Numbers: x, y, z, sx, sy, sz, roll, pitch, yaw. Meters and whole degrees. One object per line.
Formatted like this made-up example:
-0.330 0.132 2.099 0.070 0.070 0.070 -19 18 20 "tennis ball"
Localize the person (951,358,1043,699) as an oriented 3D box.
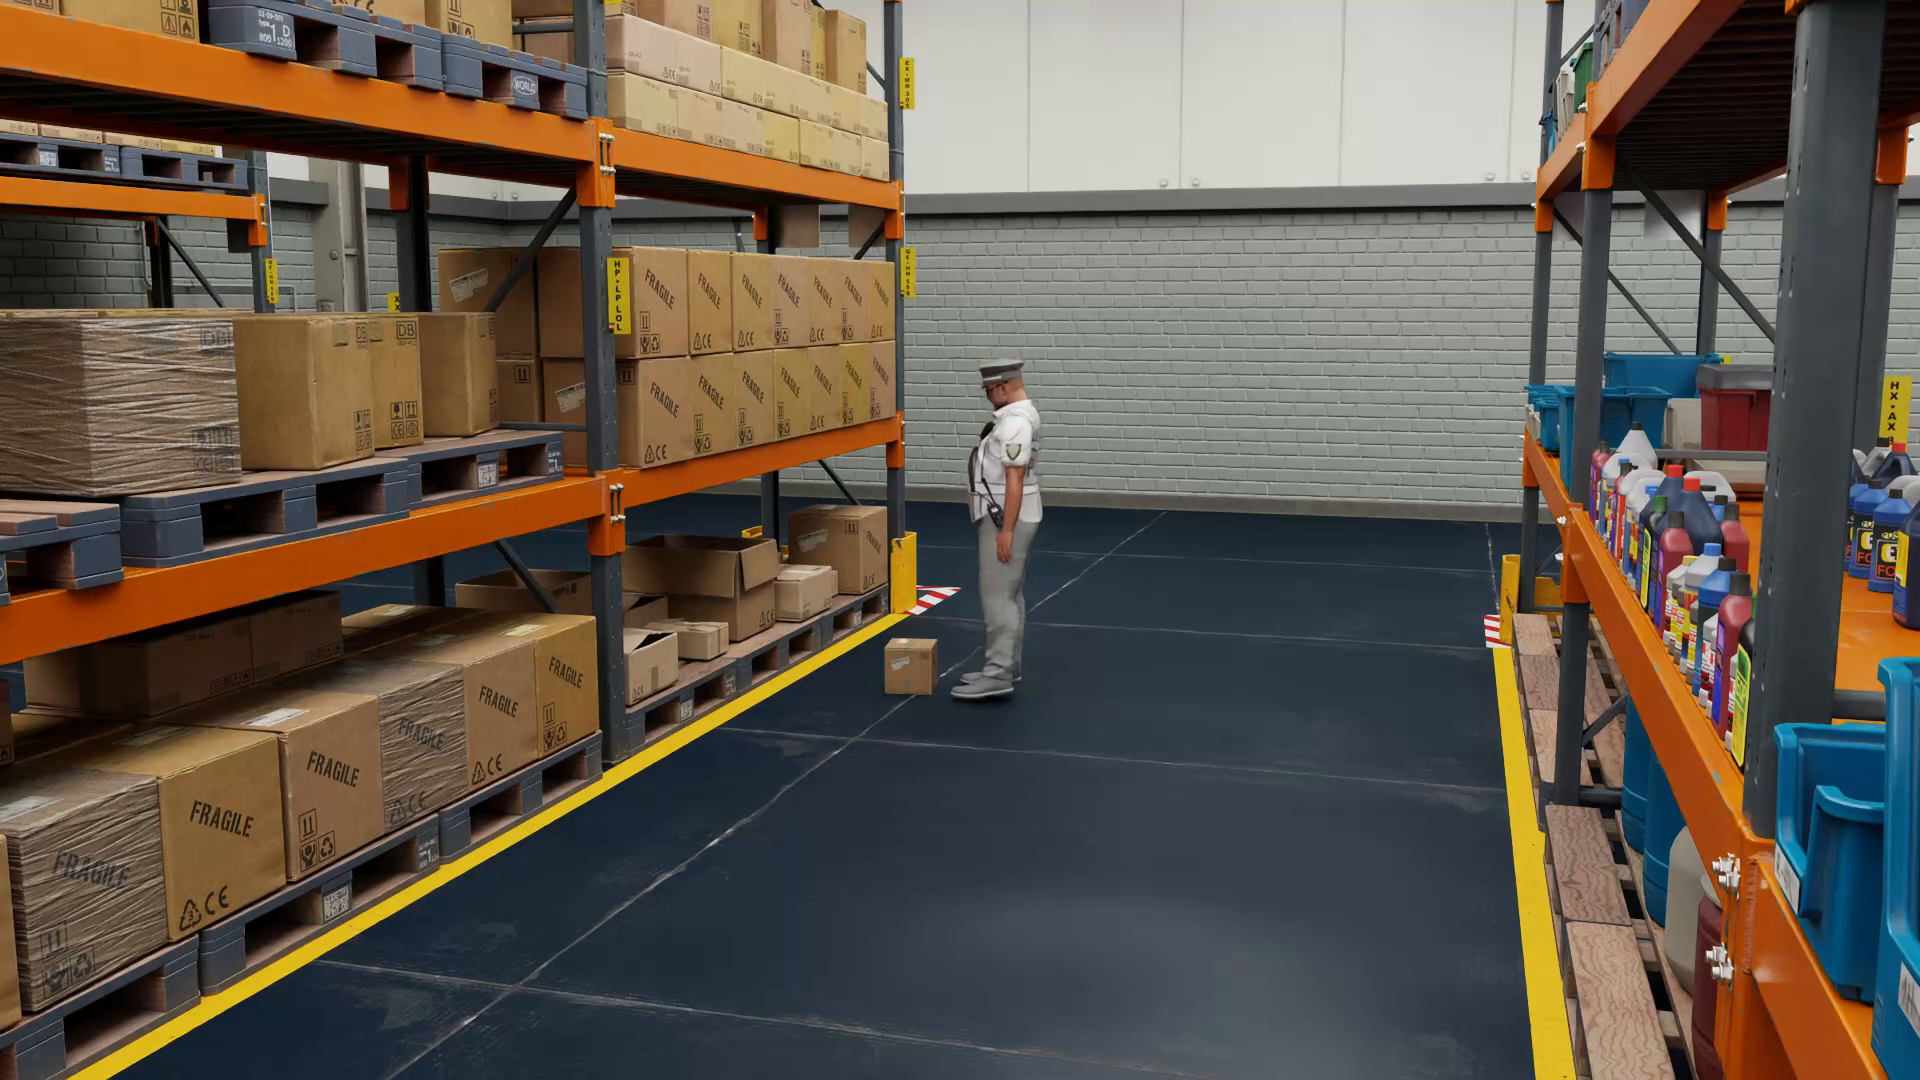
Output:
0.205 -0.071 8.718 0.457 1.752 0.546 1 8 7 "person"
